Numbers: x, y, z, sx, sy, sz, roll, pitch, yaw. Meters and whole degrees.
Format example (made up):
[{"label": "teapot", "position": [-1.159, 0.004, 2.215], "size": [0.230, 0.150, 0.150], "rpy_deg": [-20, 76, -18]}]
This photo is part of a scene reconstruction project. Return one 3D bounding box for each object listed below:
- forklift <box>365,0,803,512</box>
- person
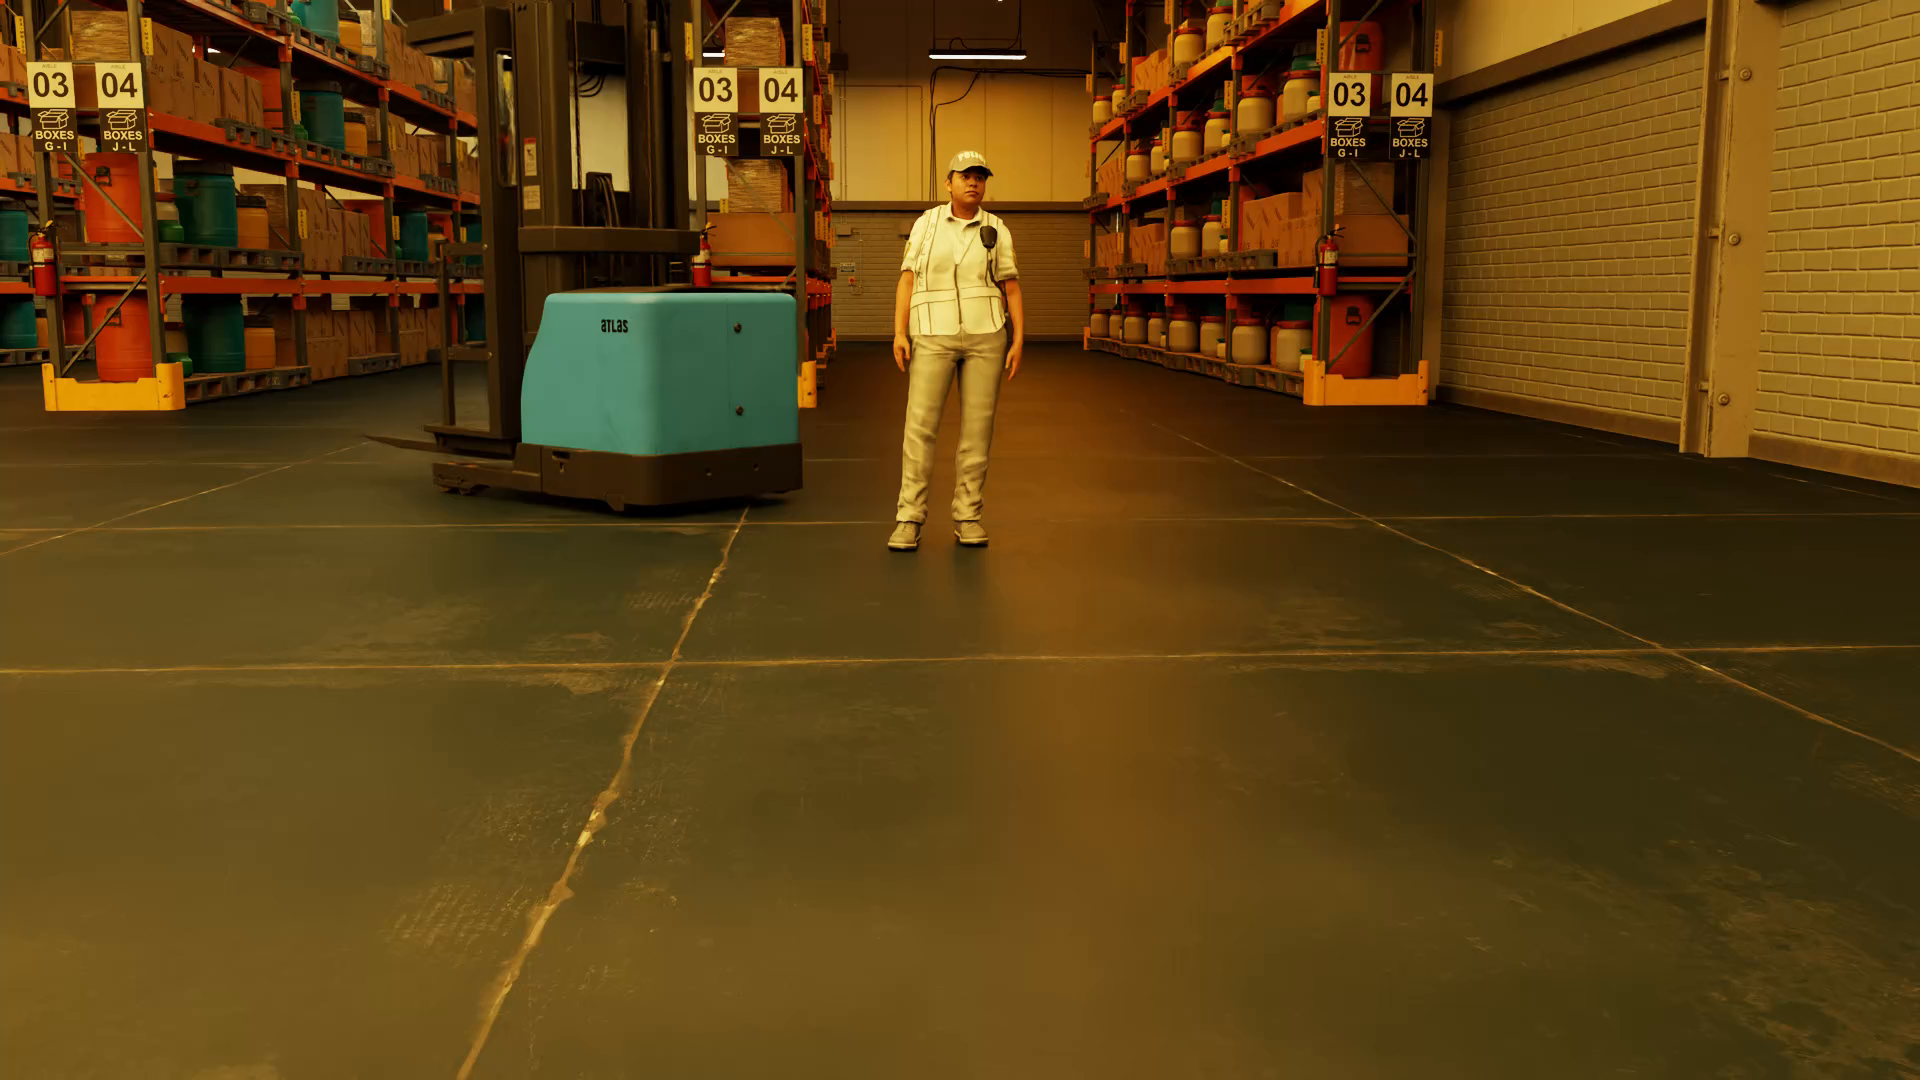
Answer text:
[{"label": "forklift", "position": [-2.242, -1.742, 9.060], "size": [3.031, 2.935, 1.130], "rpy_deg": [8, 11, 42]}, {"label": "person", "position": [-0.018, -0.820, 7.109], "size": [0.597, 1.670, 0.529], "rpy_deg": [-1, 8, -4]}]
